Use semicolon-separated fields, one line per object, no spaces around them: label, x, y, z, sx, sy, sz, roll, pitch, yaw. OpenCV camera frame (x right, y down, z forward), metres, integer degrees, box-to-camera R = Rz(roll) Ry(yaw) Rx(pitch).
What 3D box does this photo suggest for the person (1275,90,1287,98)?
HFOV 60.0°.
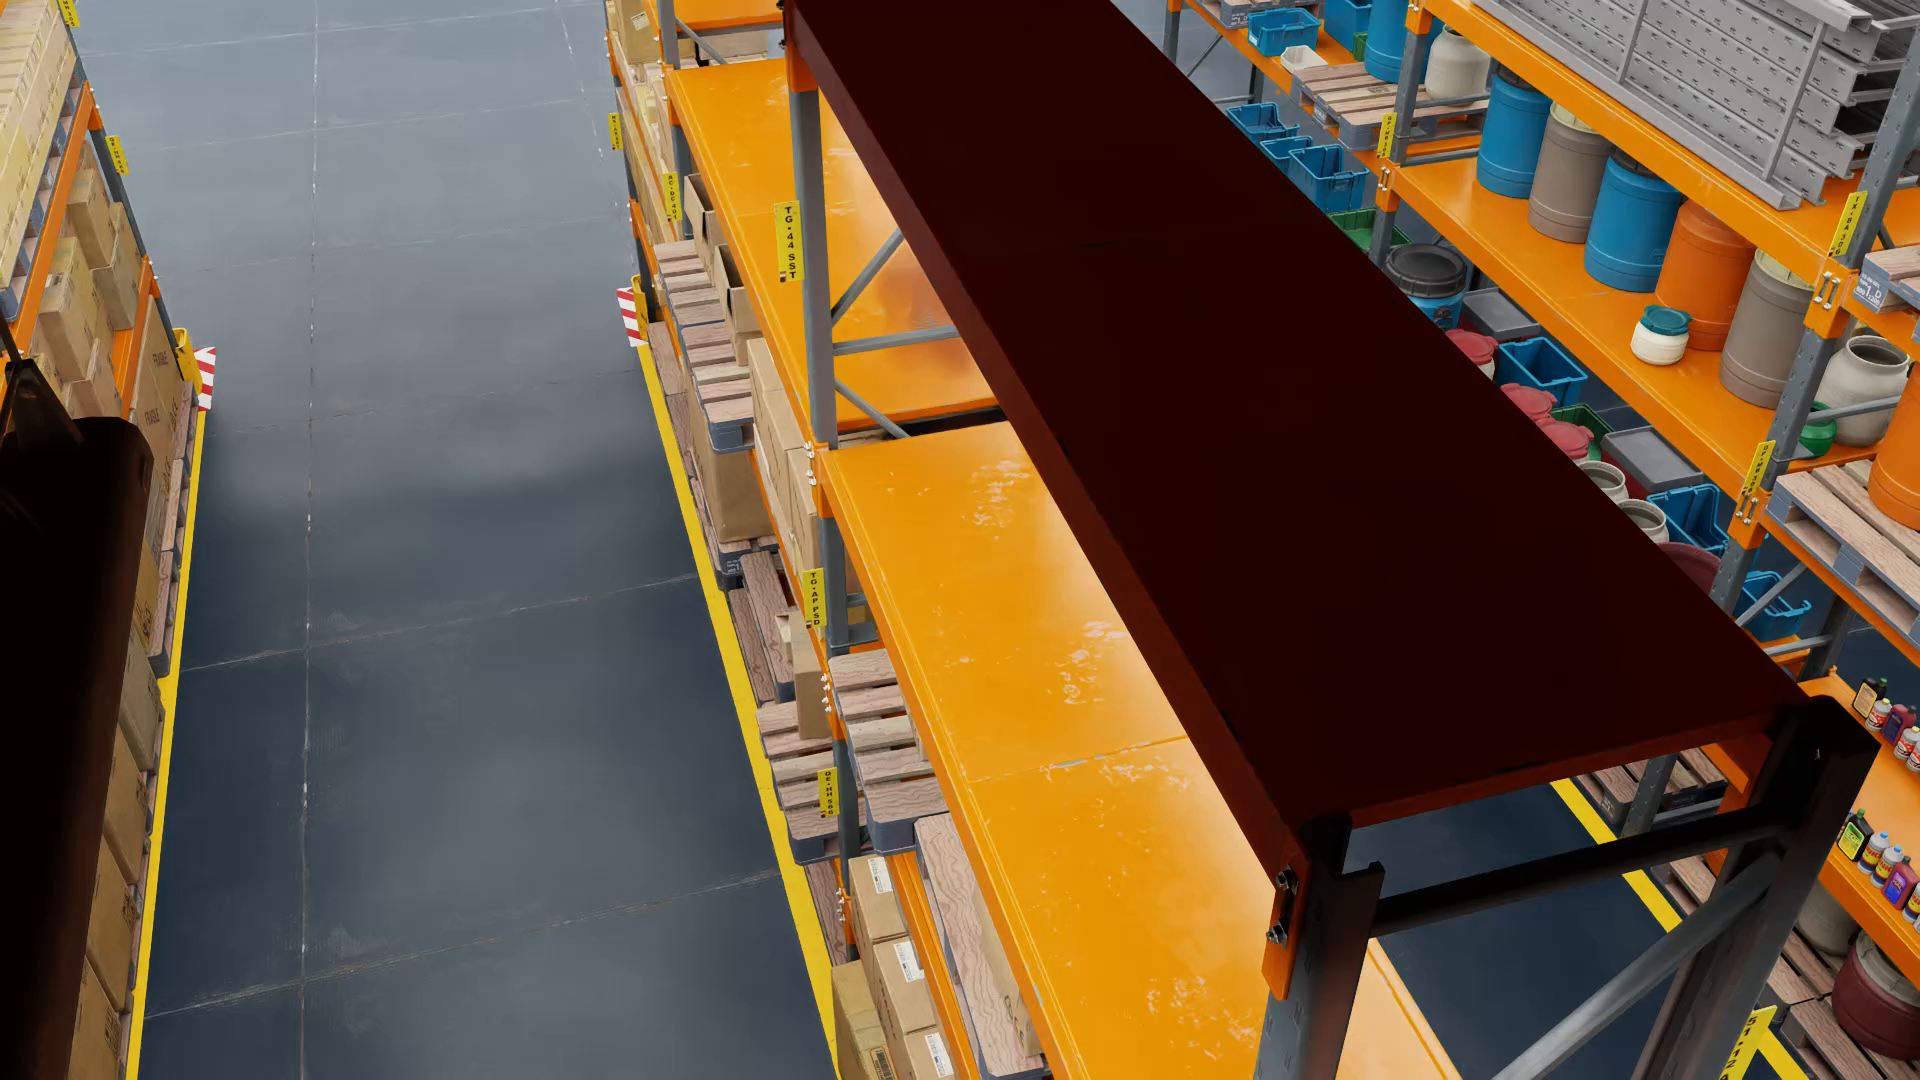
person;4.003;-5.768;18.690;0.796;1.836;0.643;6;39;8
